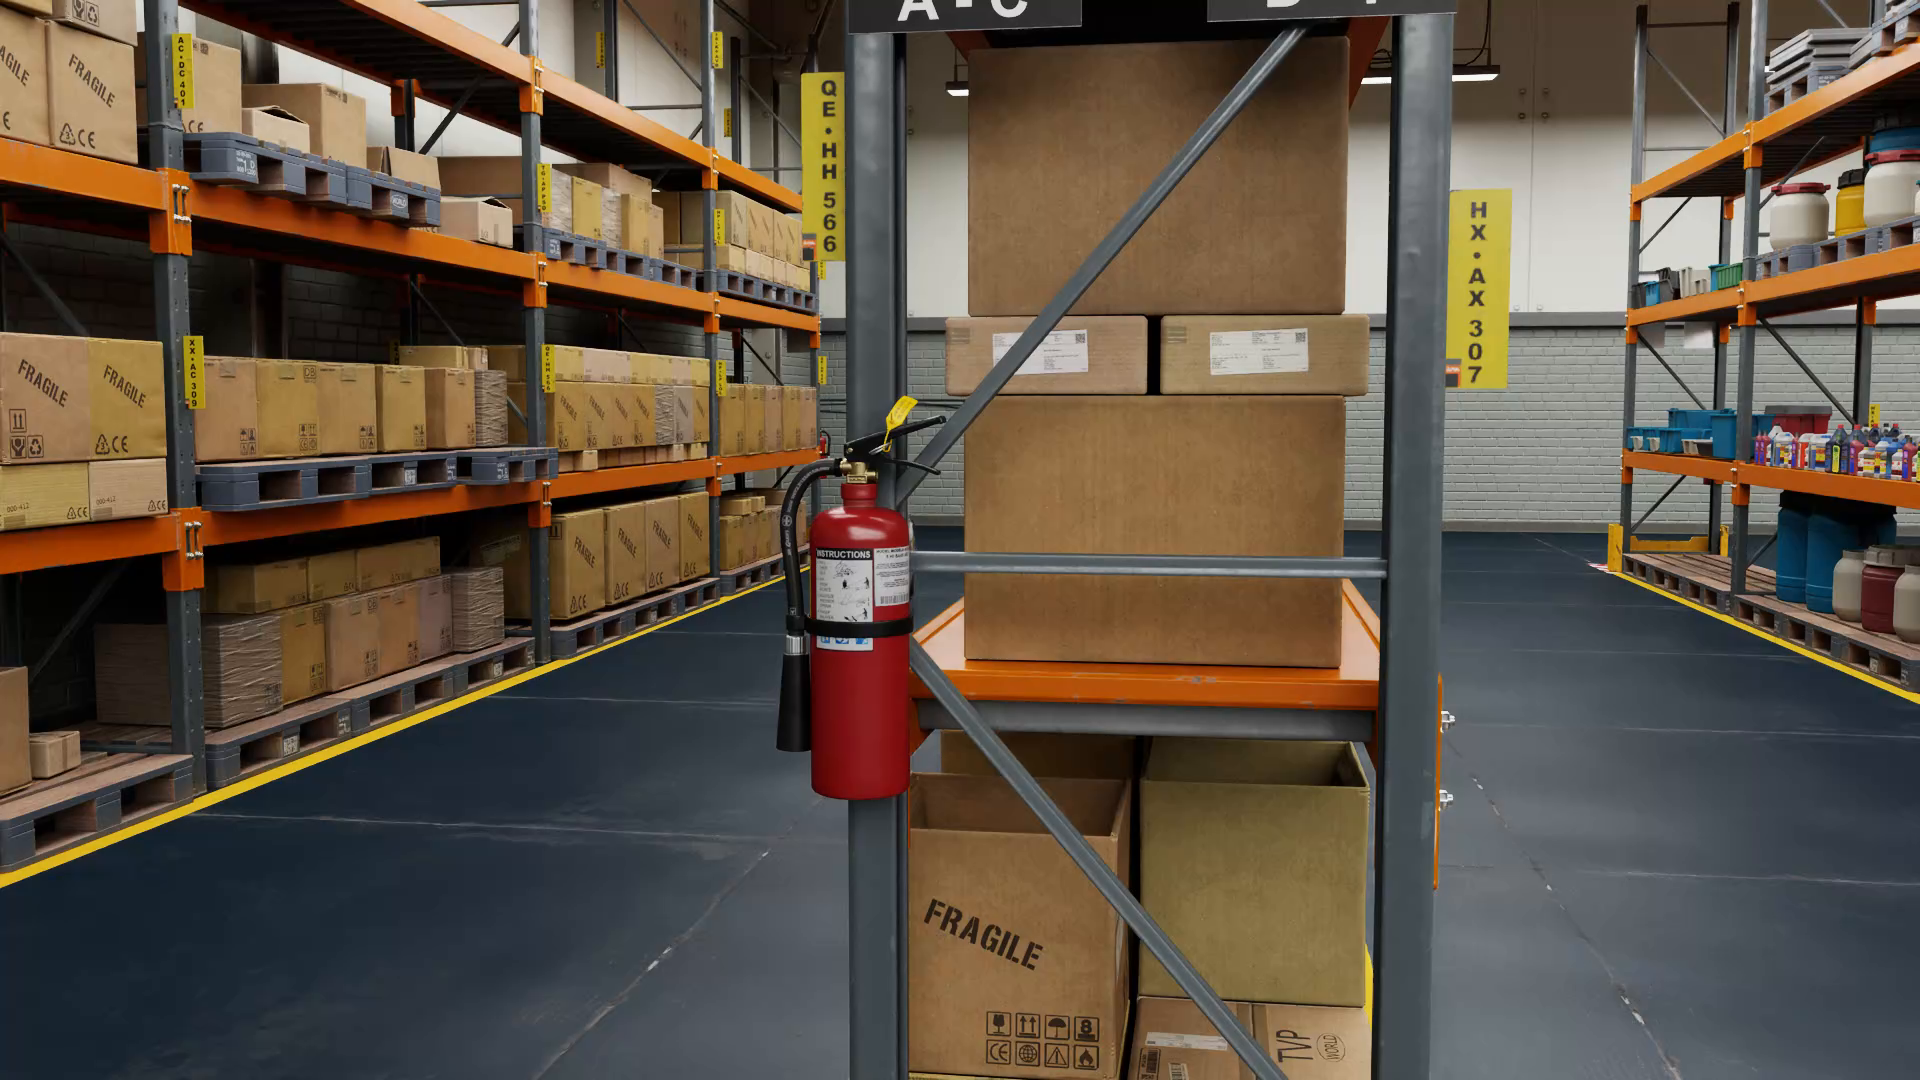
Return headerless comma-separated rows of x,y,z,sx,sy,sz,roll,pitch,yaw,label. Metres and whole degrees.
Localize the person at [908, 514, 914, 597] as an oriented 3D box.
-0.601,0.165,14.099,0.449,0.987,0.927,0,5,6,person
